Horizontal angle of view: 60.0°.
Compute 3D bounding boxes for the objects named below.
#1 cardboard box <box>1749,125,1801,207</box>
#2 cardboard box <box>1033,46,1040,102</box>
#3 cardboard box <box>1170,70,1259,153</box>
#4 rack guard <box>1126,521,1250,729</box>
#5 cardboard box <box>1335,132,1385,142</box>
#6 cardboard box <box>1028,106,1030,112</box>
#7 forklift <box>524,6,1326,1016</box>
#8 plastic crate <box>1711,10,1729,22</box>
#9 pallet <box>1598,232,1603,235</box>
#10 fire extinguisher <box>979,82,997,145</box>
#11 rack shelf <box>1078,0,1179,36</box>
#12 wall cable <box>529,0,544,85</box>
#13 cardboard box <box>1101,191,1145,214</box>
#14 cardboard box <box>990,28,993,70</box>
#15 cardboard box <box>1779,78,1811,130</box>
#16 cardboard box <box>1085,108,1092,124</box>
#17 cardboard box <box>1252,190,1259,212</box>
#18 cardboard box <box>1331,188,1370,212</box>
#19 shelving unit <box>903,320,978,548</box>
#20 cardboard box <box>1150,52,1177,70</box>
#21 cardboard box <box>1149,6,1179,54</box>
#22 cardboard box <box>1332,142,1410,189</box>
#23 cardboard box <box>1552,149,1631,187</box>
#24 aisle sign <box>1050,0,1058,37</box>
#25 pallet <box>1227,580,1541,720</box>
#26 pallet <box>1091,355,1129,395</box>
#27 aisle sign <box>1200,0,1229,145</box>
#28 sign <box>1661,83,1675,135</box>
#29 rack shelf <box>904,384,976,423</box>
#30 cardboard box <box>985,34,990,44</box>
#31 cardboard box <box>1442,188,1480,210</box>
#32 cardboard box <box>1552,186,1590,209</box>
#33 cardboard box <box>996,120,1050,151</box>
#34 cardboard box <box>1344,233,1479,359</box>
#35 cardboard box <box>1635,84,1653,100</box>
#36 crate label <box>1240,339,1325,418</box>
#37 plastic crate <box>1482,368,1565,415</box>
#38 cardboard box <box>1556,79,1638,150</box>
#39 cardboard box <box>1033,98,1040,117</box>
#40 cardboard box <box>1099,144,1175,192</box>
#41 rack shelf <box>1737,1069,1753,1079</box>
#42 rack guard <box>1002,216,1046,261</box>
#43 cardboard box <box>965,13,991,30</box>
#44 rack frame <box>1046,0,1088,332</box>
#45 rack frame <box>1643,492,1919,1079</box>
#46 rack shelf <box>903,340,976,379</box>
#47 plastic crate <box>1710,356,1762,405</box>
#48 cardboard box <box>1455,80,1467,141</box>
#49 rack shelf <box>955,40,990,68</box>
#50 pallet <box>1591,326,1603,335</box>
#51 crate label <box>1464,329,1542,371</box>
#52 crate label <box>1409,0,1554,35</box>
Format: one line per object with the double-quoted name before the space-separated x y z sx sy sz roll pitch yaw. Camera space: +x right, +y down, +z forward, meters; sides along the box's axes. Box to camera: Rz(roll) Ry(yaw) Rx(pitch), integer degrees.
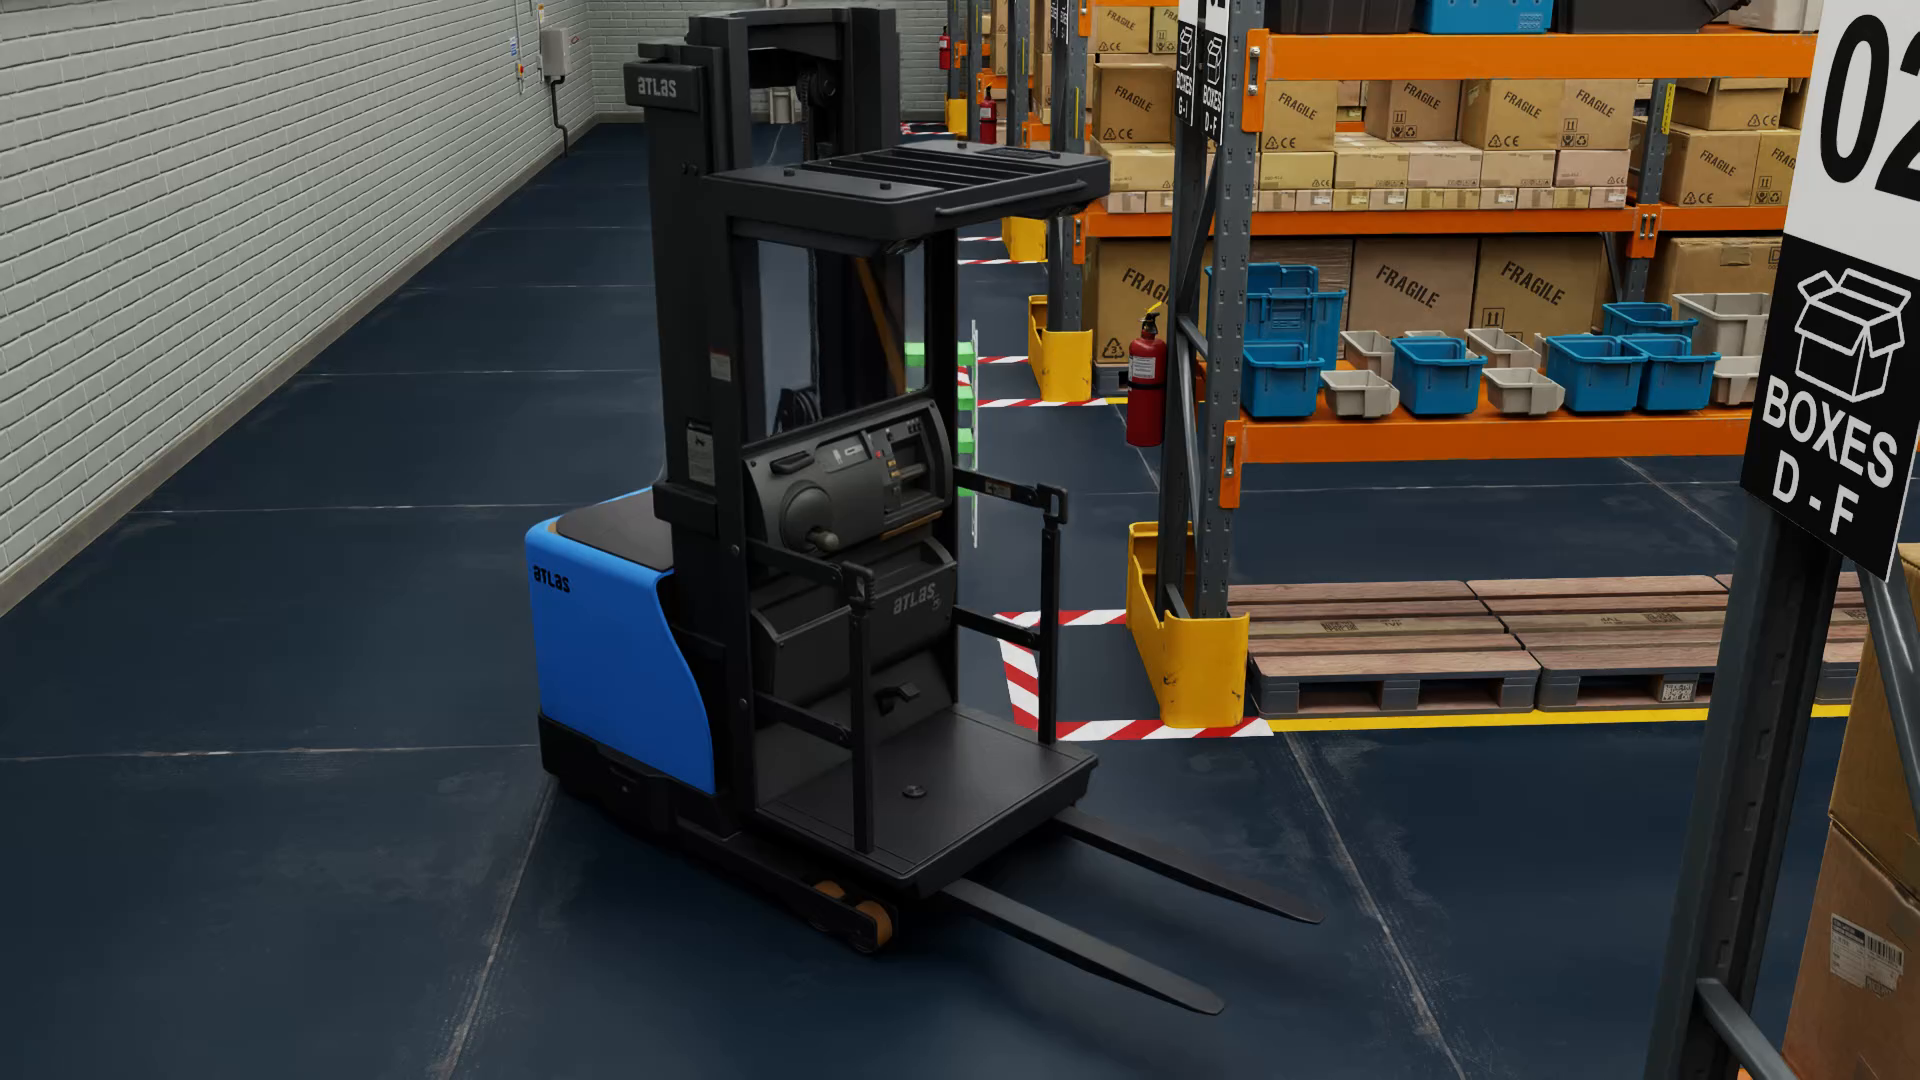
"cardboard box" 5.713 -2.637 11.692 0.500 0.500 0.500 -1 21 -3
"cardboard box" 0.996 -4.629 16.504 0.500 0.500 0.500 -1 21 -2
"cardboard box" 1.738 -2.922 11.318 0.500 0.500 0.500 -2 21 -4
"rack guard" 1.004 0.354 7.488 0.348 0.500 1.175 -1 21 -3
"cardboard box" 2.747 -2.784 12.010 0.500 0.250 0.500 -1 21 -3
"cardboard box" 0.934 -6.699 25.918 0.250 0.149 0.380 -2 21 -5
"forklift" -0.199 -0.212 5.559 3.031 2.935 1.130 17 26 37
"plastic crate" 3.076 -2.228 6.911 0.530 0.136 0.437 -1 21 -3
"pallet" 6.554 -3.163 17.131 1.213 0.211 1.003 -1 21 -3
"fire extinguisher" 0.284 -4.291 16.808 0.183 0.674 0.296 -1 21 -3
"rack shelf" 2.741 -3.685 11.379 4.000 0.370 1.077 -1 21 -3
"wall cable" -5.542 -6.954 21.743 0.122 1.984 0.588 -1 21 -3
"cardboard box" 1.118 -2.351 11.433 0.250 0.149 0.380 -1 21 -2
"cardboard box" 0.645 -6.249 21.179 0.500 0.500 0.500 -1 21 -3
"cardboard box" 6.061 -3.201 11.762 0.637 0.503 0.797 -1 21 -2
"cardboard box" 1.156 -4.135 16.119 0.250 0.149 0.380 0 21 -1
"cardboard box" 1.890 -2.368 11.477 0.250 0.149 0.380 -1 21 -4
"cardboard box" 2.653 -2.383 11.517 0.250 0.149 0.380 -2 21 -4
"shelving unit" -0.165 -0.557 8.899 0.503 1.200 0.258 -1 21 -3
"cardboard box" 2.049 -4.465 16.073 0.500 0.500 0.500 -1 21 -2
"cardboard box" 2.050 -4.925 15.878 0.500 0.500 0.500 -2 21 -4
"cardboard box" 2.780 -2.595 11.515 0.500 0.250 0.500 -2 21 -4
"cardboard box" 4.312 -2.626 11.596 0.500 0.250 0.500 -2 21 -4
"aisle sign" 0.655 -3.898 11.491 0.004 0.787 0.394 -1 21 -3
"pallet" 1.853 0.481 7.560 1.213 0.211 1.003 -1 21 -3
"pallet" 1.538 -1.319 12.289 1.213 0.211 1.003 -1 21 -3
"aisle sign" 0.972 -1.927 6.313 0.004 0.787 0.394 -1 21 -3
"sign" 4.771 -2.904 11.205 0.005 0.325 0.100 -1 21 -3
"rack shelf" -0.165 -0.722 8.836 0.480 0.148 0.258 -1 21 -3
"cardboard box" 0.487 -7.675 25.418 0.250 0.149 0.380 -1 21 -2
"cardboard box" 3.425 -2.399 11.558 0.250 0.149 0.380 -1 21 -2
"cardboard box" 4.195 -2.414 11.600 0.250 0.149 0.380 -1 21 -2
"cardboard box" 0.832 -5.147 21.434 0.875 0.438 0.875 -2 21 -5
"cardboard box" 3.176 -1.860 12.186 0.875 0.875 0.875 -1 21 -3
"cardboard box" 6.530 -4.380 16.171 0.250 0.149 0.380 -2 21 -6
"crate label" 1.292 -0.657 6.781 0.303 0.233 0.416 -1 21 -3
"plastic crate" 2.295 -0.603 6.775 0.298 0.136 0.250 -1 21 -3
"cardboard box" 4.294 -2.975 11.457 0.500 0.500 0.500 -1 21 -1
"cardboard box" 0.871 -4.332 16.637 0.250 0.149 0.380 -1 21 -3
"cardboard box" 1.239 -2.561 11.425 0.500 0.250 0.500 -2 21 -4
"rack shelf" 3.303 1.236 2.669 4.000 0.370 1.077 -1 21 -3
"rack guard" 0.638 -3.176 16.760 0.348 0.500 1.175 -1 21 -3
"cardboard box" 0.336 -8.034 25.801 0.500 0.250 0.500 -1 21 -1
"rack frame" 0.744 -2.578 11.678 0.127 3.000 1.000 -1 21 -3
"rack frame" 1.306 0.941 2.434 0.127 3.000 1.000 -1 21 -3
"rack shelf" -0.165 -0.946 8.751 0.480 0.148 0.258 -1 21 -3
"plastic crate" 3.299 -0.663 6.933 0.466 0.136 0.293 -1 21 -3
"cardboard box" 3.753 -3.153 11.925 0.500 0.500 0.500 -1 21 -3
"rack shelf" 1.888 -7.566 25.790 4.000 0.370 1.077 -1 21 -3
"pallet" 5.504 -1.399 12.499 1.213 0.211 1.003 -1 21 -3
"crate label" 2.398 -0.820 7.345 0.243 0.136 0.396 -1 21 -3
"crate label" 1.967 -2.055 6.297 0.502 0.251 0.408 -1 21 -3
